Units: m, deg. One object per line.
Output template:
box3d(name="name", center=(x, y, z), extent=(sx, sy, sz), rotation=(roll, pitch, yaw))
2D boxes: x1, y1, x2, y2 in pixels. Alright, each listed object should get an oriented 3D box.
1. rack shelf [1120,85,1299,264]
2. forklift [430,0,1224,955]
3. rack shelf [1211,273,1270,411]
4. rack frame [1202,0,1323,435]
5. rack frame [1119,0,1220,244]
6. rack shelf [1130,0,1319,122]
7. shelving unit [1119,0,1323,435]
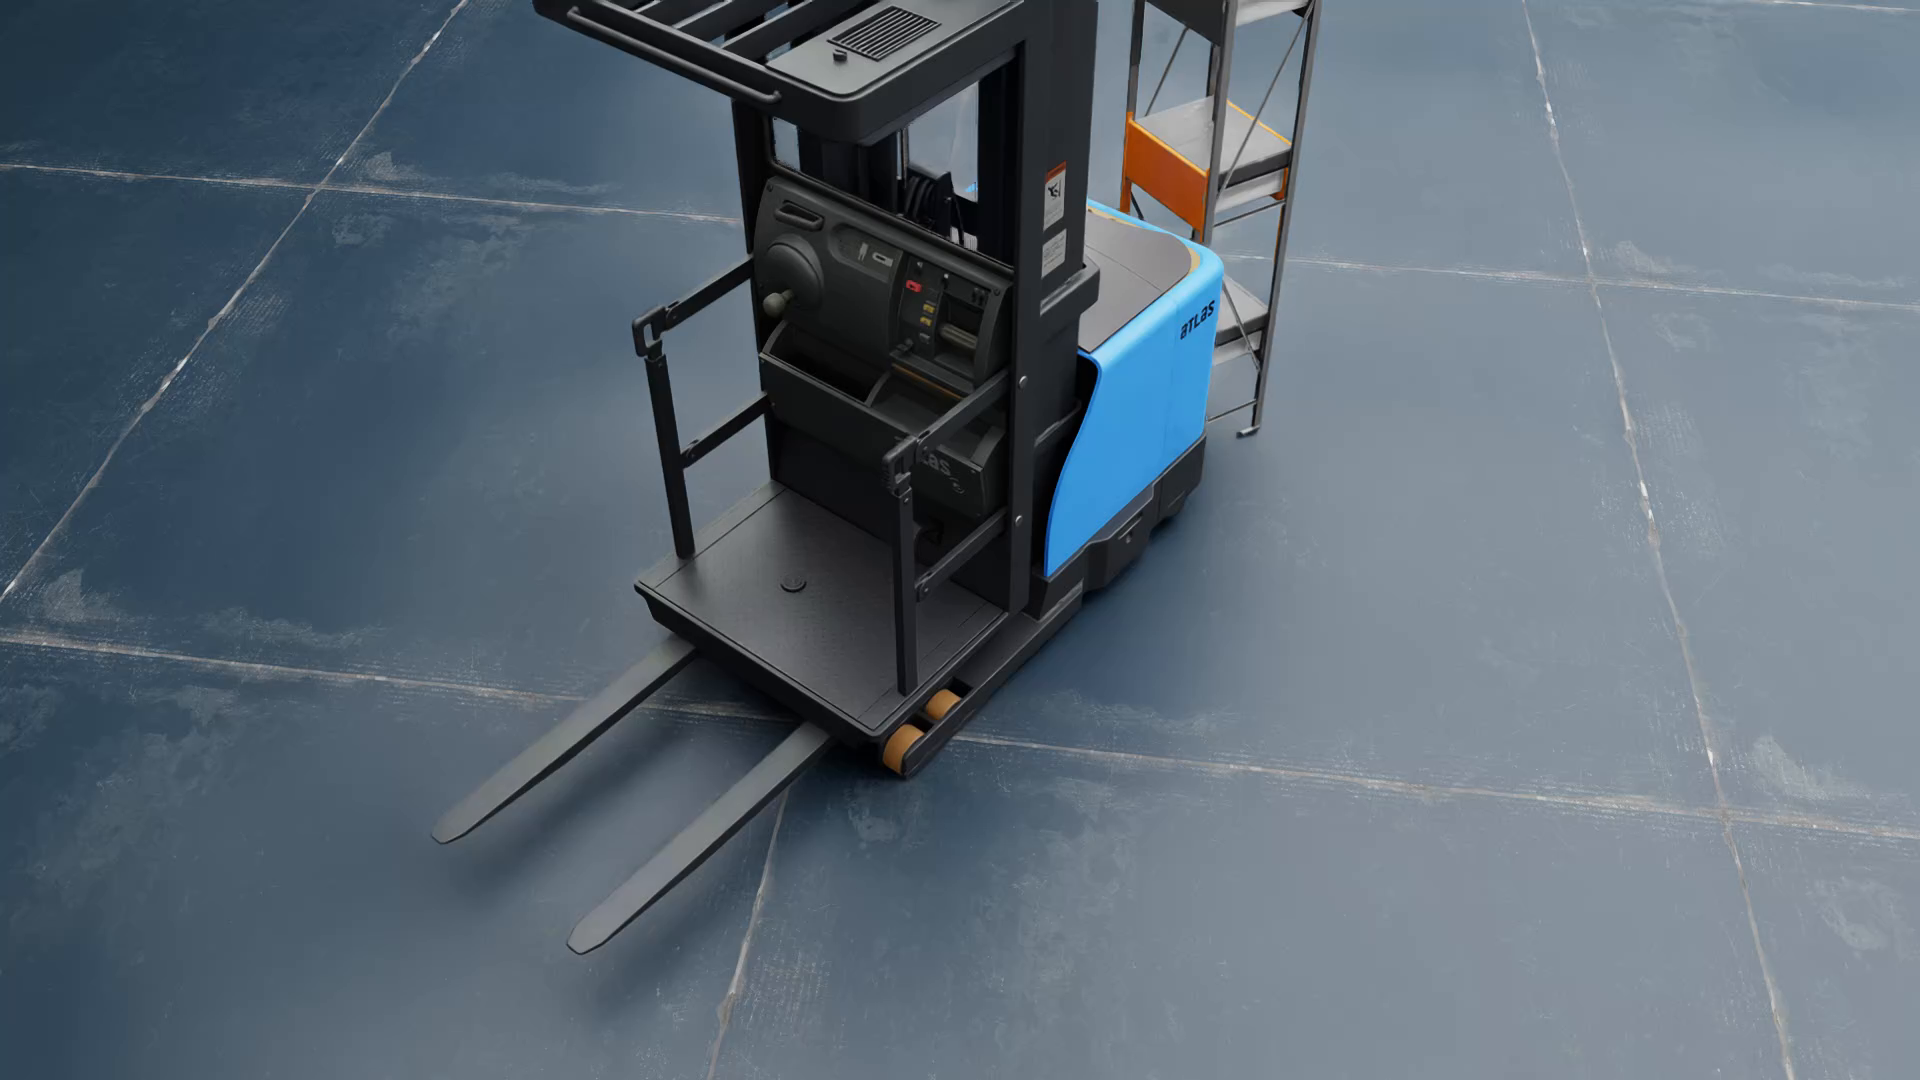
box3d(name="rack shelf", center=(0.903, -1.288, 6.097), extent=(0.431, 0.518, 0.480), rotation=(-23, 47, -22))
box3d(name="forklift", center=(-0.385, -0.687, 4.843), extent=(1.130, 2.935, 3.031), rotation=(29, 51, 27))
box3d(name="rack shelf", center=(0.907, -0.773, 6.571), extent=(0.431, 0.518, 0.480), rotation=(-23, 47, -22))
box3d(name="rack frame", center=(1.029, -1.157, 5.933), extent=(0.400, 2.100, 0.015), rotation=(-23, 47, -22))
box3d(name="rack frame", center=(0.776, -1.438, 6.241), extent=(0.400, 2.100, 0.015), rotation=(-23, 47, -22))
box3d(name="rack shelf", center=(0.898, -1.802, 5.622), extent=(0.431, 0.518, 0.480), rotation=(-23, 47, -22))
box3d(name="shelving unit", center=(0.903, -1.298, 6.087), extent=(0.431, 2.100, 0.503), rotation=(-23, 47, -22))
